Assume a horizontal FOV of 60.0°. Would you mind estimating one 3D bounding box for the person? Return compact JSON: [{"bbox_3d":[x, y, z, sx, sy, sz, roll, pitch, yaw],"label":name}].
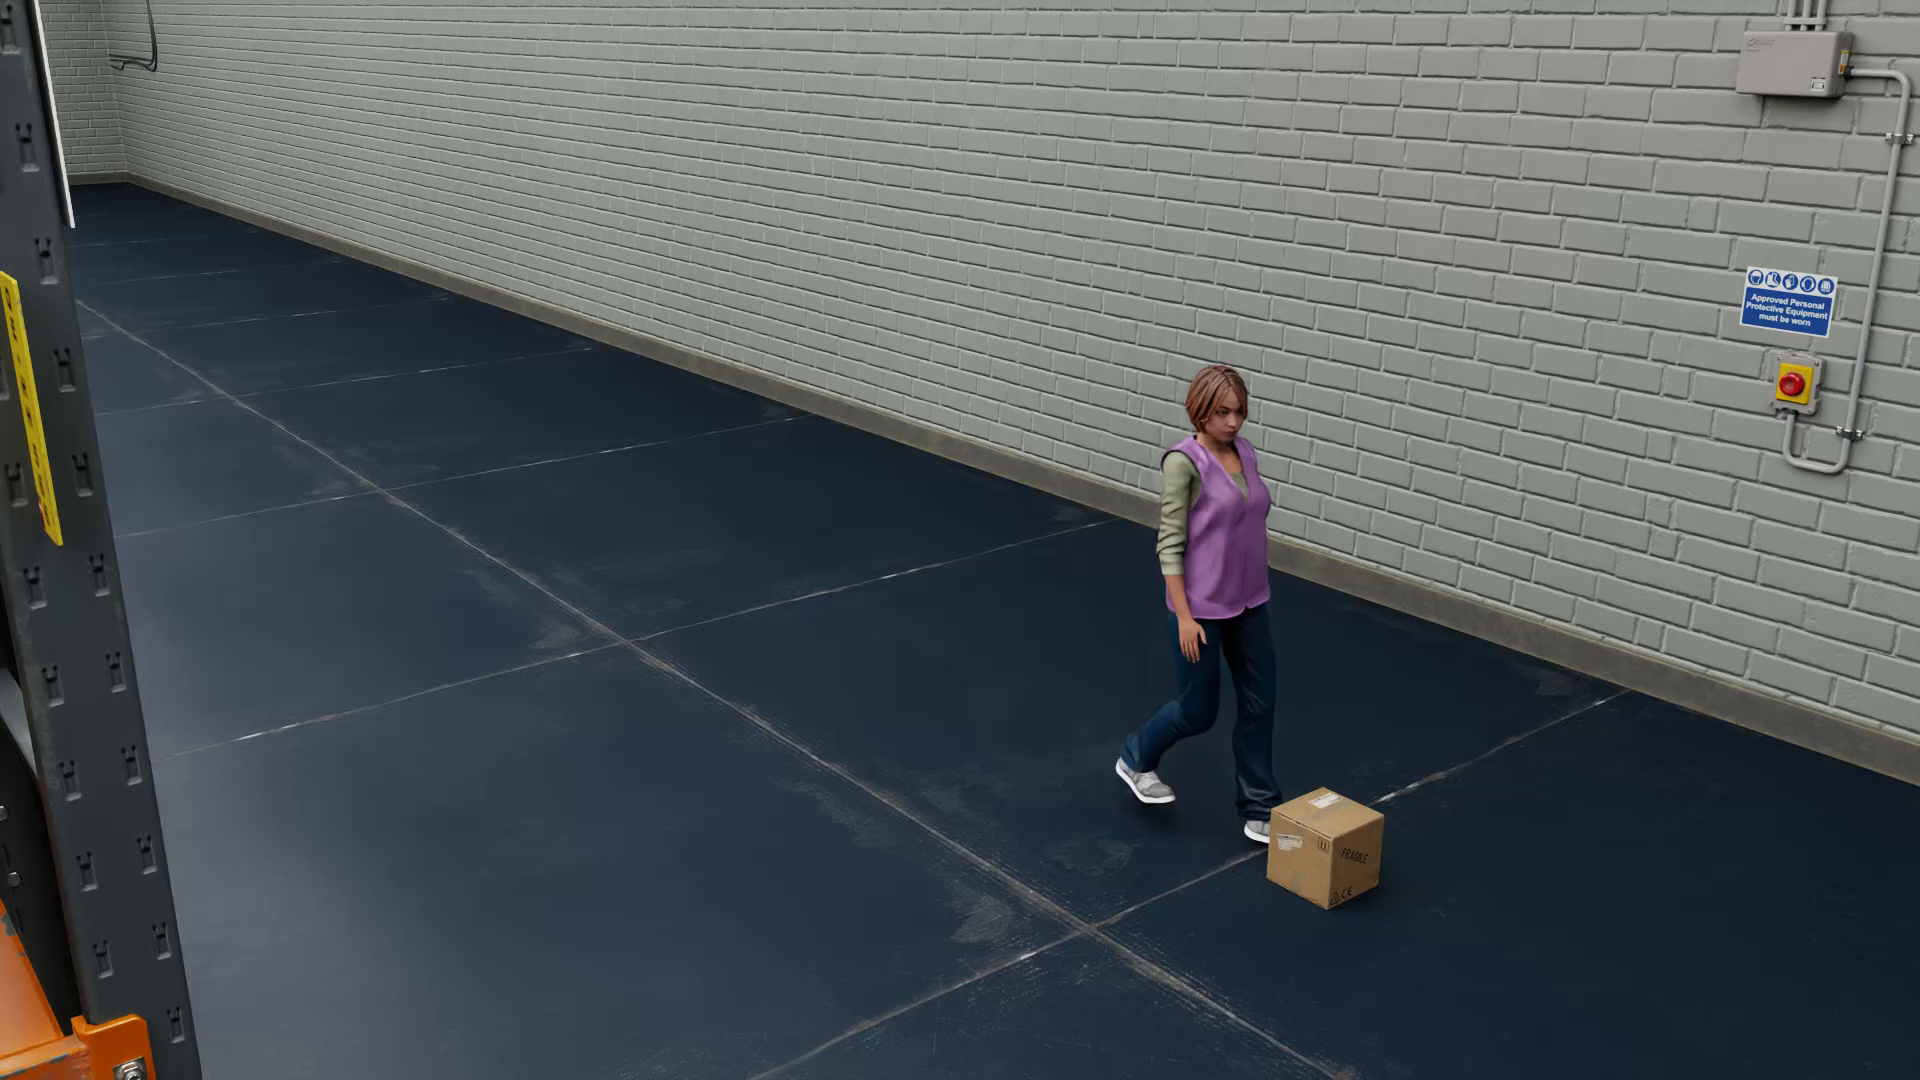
[{"bbox_3d":[0.843,0.226,5.372,0.435,1.575,0.727,-14,22,-36],"label":"person"}]
